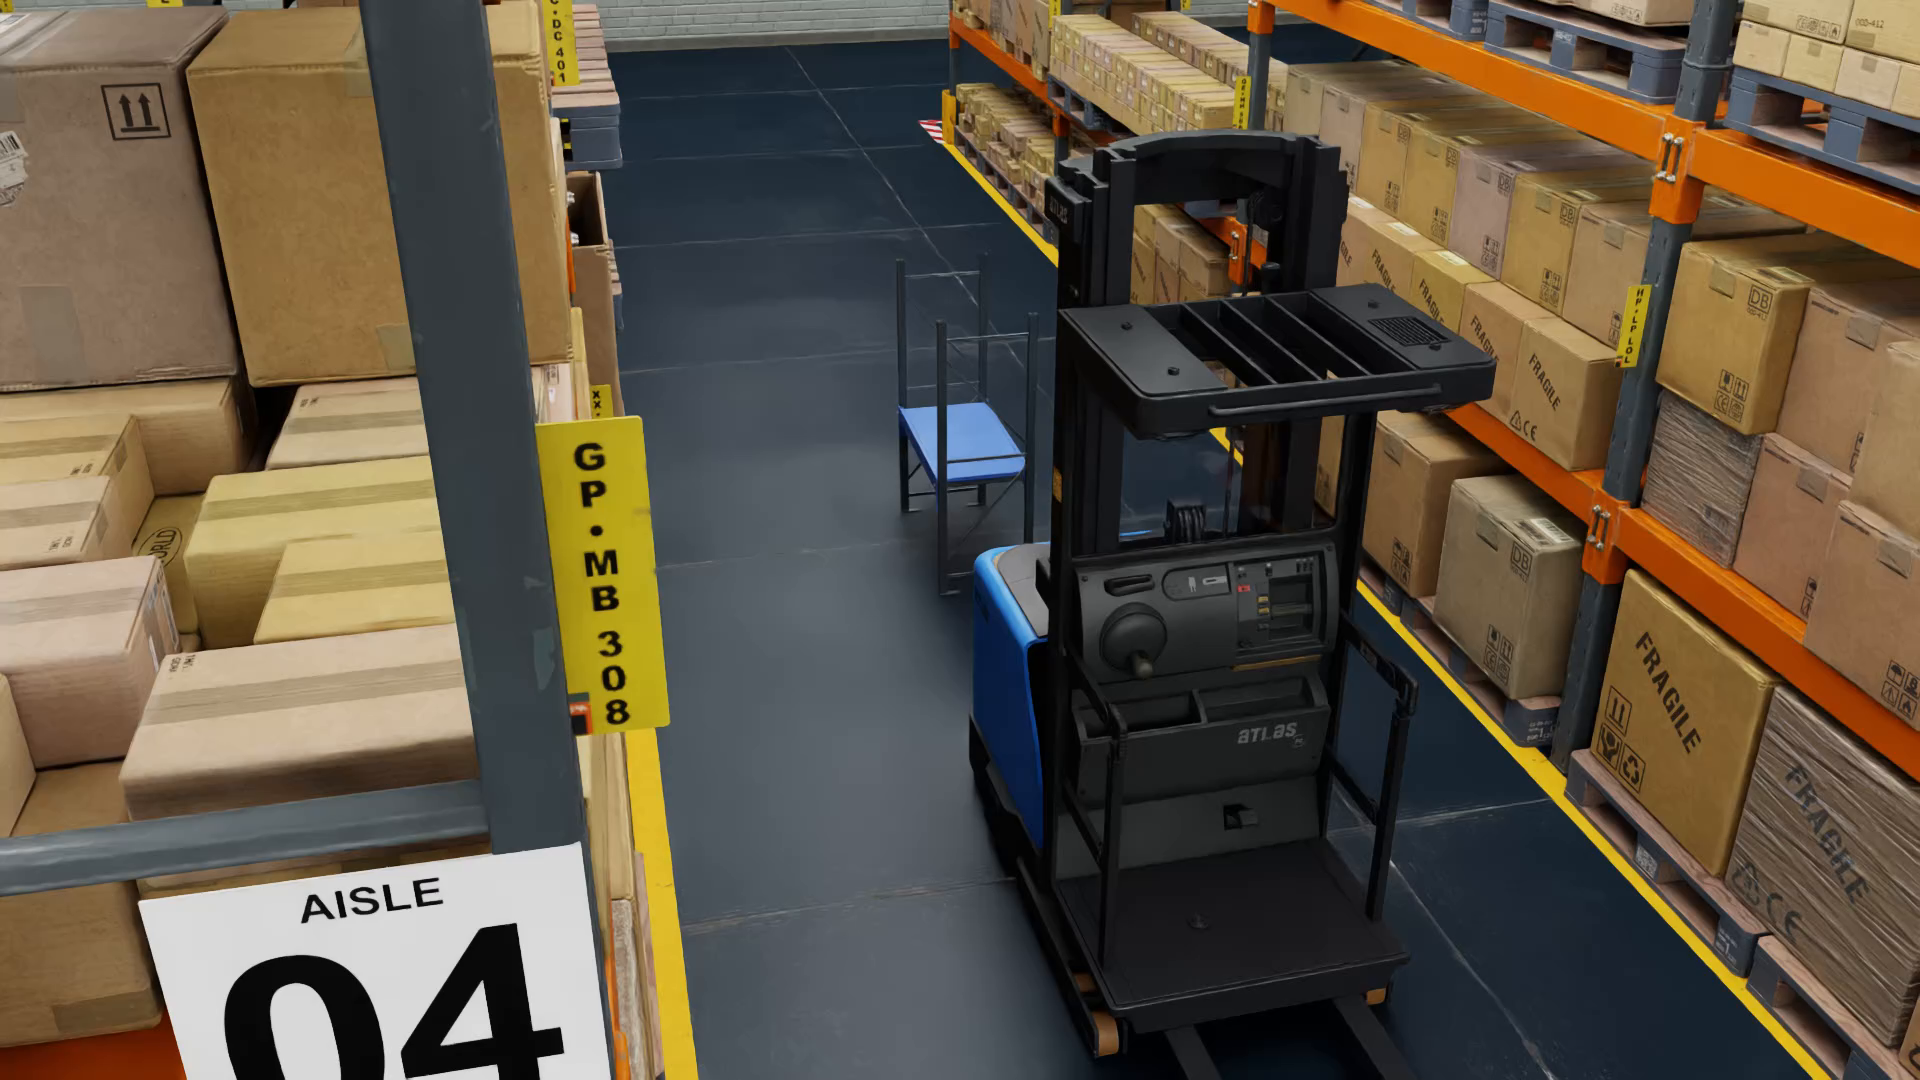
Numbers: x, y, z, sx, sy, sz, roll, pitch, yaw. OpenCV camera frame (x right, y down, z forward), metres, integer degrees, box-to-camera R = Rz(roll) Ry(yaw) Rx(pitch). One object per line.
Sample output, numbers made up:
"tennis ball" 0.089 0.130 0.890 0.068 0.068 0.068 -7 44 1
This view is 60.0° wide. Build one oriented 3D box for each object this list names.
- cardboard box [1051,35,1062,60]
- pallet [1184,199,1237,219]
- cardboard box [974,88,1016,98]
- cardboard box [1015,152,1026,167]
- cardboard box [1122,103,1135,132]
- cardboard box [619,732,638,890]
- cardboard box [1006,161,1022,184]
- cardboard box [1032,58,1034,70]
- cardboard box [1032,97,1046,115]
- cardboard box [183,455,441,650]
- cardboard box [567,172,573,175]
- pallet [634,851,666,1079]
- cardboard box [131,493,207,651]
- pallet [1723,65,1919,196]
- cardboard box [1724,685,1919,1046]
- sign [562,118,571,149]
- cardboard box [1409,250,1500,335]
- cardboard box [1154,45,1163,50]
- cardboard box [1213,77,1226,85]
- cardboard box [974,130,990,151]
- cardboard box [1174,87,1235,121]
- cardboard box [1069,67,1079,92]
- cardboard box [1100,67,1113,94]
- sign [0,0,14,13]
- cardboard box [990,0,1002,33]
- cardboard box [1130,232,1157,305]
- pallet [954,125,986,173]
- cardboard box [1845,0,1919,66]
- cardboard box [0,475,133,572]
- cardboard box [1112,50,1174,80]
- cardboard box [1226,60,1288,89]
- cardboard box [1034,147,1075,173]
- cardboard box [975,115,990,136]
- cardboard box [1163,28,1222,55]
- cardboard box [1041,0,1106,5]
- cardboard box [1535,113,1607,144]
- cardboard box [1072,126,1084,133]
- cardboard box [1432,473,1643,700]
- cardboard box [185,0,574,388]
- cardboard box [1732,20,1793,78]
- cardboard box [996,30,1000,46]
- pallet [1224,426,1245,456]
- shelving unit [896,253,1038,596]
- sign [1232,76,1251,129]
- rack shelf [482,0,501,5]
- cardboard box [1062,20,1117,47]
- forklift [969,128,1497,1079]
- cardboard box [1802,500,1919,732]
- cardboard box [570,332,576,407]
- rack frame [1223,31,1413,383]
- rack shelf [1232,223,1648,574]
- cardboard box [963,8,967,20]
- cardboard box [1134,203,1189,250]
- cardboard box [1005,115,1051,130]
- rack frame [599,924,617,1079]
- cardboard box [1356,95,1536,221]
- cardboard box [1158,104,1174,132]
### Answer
"cardboard box" 0.931 -3.891 13.113 0.380 0.149 0.250 -6 27 -11
"pallet" 1.927 -2.363 10.816 1.213 0.211 1.003 -6 27 -12
"cardboard box" 0.355 -4.466 16.807 0.380 0.149 0.250 -5 27 -11
"cardboard box" 0.721 -3.520 15.262 0.380 0.149 0.250 -5 27 -10
"cardboard box" 1.349 -2.956 11.590 0.380 0.149 0.250 -5 27 -10
"cardboard box" -0.939 0.492 3.396 0.500 0.500 0.500 -6 27 -12
"cardboard box" 0.637 -3.410 15.374 0.380 0.149 0.250 -6 27 -12
"cardboard box" 0.832 -4.118 14.358 0.380 0.149 0.250 -5 27 -10
"cardboard box" 0.934 -4.296 16.469 0.380 0.149 0.250 -7 28 -14
"cardboard box" -0.838 0.008 2.300 0.380 0.149 0.250 -6 27 -13
"cardboard box" -2.508 -1.973 9.719 0.500 0.500 0.500 -5 27 -10
"pallet" -1.576 1.605 5.837 1.003 0.211 1.213 -6 27 -12
"cardboard box" -1.332 0.148 2.466 0.500 0.250 0.500 -6 27 -11
"pallet" 3.267 -1.330 5.326 1.003 0.211 1.213 -6 27 -12
"cardboard box" 3.374 1.049 5.735 0.875 0.875 0.875 -6 27 -11
"sign" -2.137 -2.228 9.139 0.100 0.325 0.005 -6 27 -12
"cardboard box" 2.487 -1.081 7.952 0.500 0.500 0.500 -6 27 -11
"cardboard box" 1.686 -3.732 12.797 0.380 0.149 0.250 -5 27 -9
"cardboard box" 1.987 -3.153 11.650 0.380 0.149 0.250 -6 27 -12
"cardboard box" 0.347 -3.973 16.490 0.380 0.149 0.250 -6 27 -11
"cardboard box" 1.580 -2.767 10.555 0.380 0.149 0.250 -6 27 -12
"cardboard box" 1.052 -3.527 12.722 0.380 0.149 0.250 -6 27 -11
"cardboard box" 1.231 -3.316 11.973 0.380 0.149 0.250 -6 27 -12
"sign" -8.760 -4.832 15.314 0.100 0.325 0.005 -6 27 -12
"cardboard box" 0.585 -4.939 15.266 0.500 0.500 0.500 -7 28 -13
"cardboard box" 1.540 -1.940 12.072 0.500 0.500 0.500 -7 28 -14
"pallet" 0.555 -4.020 16.981 1.003 0.211 1.213 -6 27 -12
"cardboard box" 3.046 -1.563 4.949 0.500 0.250 0.500 -6 27 -12
"cardboard box" -1.340 0.049 2.219 0.380 0.149 0.250 -7 28 -14
"cardboard box" 1.288 -3.339 11.688 0.380 0.149 0.250 -5 27 -10
"cardboard box" 2.040 -3.171 11.356 0.380 0.149 0.250 -5 27 -9
"cardboard box" 0.860 -3.321 14.539 0.380 0.149 0.250 -6 27 -11
"cardboard box" 0.357 -4.102 16.416 0.380 0.149 0.250 -5 27 -10
"cardboard box" 1.748 -3.741 12.485 0.380 0.149 0.250 -6 27 -12
"cardboard box" 0.921 -4.706 13.693 0.500 0.500 0.500 -7 28 -13
"cardboard box" 6.053 -3.780 15.788 0.875 0.438 0.875 -6 27 -12
"cardboard box" 1.246 -3.721 15.330 0.380 0.149 0.250 -5 27 -10
"cardboard box" 2.866 0.163 7.630 1.050 0.750 0.750 -6 27 -12
"cardboard box" -0.932 -0.594 2.774 0.500 0.500 0.500 -6 27 -12
"cardboard box" 2.844 -1.656 5.574 0.380 0.149 0.250 -6 27 -12
"cardboard box" 0.544 -4.692 15.495 0.380 0.149 0.250 -5 27 -10
"pallet" 2.296 -0.548 10.102 1.003 0.211 1.213 -6 27 -12
"shelving unit" 0.019 -0.632 8.838 0.538 1.500 1.048 -6 27 -12
"sign" 1.665 -2.569 9.814 0.100 0.325 0.005 -6 27 -12
"rack shelf" -1.311 -1.409 2.857 1.077 0.370 4.000 -6 27 -12
"cardboard box" 1.000 -3.902 12.805 0.380 0.149 0.250 -5 27 -10
"forklift" 0.902 0.276 5.450 1.130 2.935 3.031 -7 28 -13
"cardboard box" 3.341 0.191 5.376 0.875 0.550 0.550 -6 27 -12
"cardboard box" -1.070 -0.357 3.466 0.500 0.250 0.500 -5 27 -10
"rack frame" 2.192 -2.147 10.174 1.000 3.000 0.127 -6 27 -12
"rack shelf" 2.642 -0.948 8.597 1.077 0.370 4.000 -6 27 -12
"cardboard box" 0.240 -5.264 16.628 0.380 0.149 0.250 -5 27 -10
"cardboard box" 1.559 -2.272 11.899 0.500 0.250 0.500 -5 27 -10
"cardboard box" 0.642 -3.898 15.682 0.380 0.149 0.250 -6 27 -11
"rack frame" -0.861 1.824 2.306 1.000 3.000 0.127 -6 27 -12
"cardboard box" 2.516 -1.993 8.649 0.700 0.500 0.500 -6 27 -12
"cardboard box" 1.513 -2.758 10.868 0.380 0.149 0.250 -5 27 -10
